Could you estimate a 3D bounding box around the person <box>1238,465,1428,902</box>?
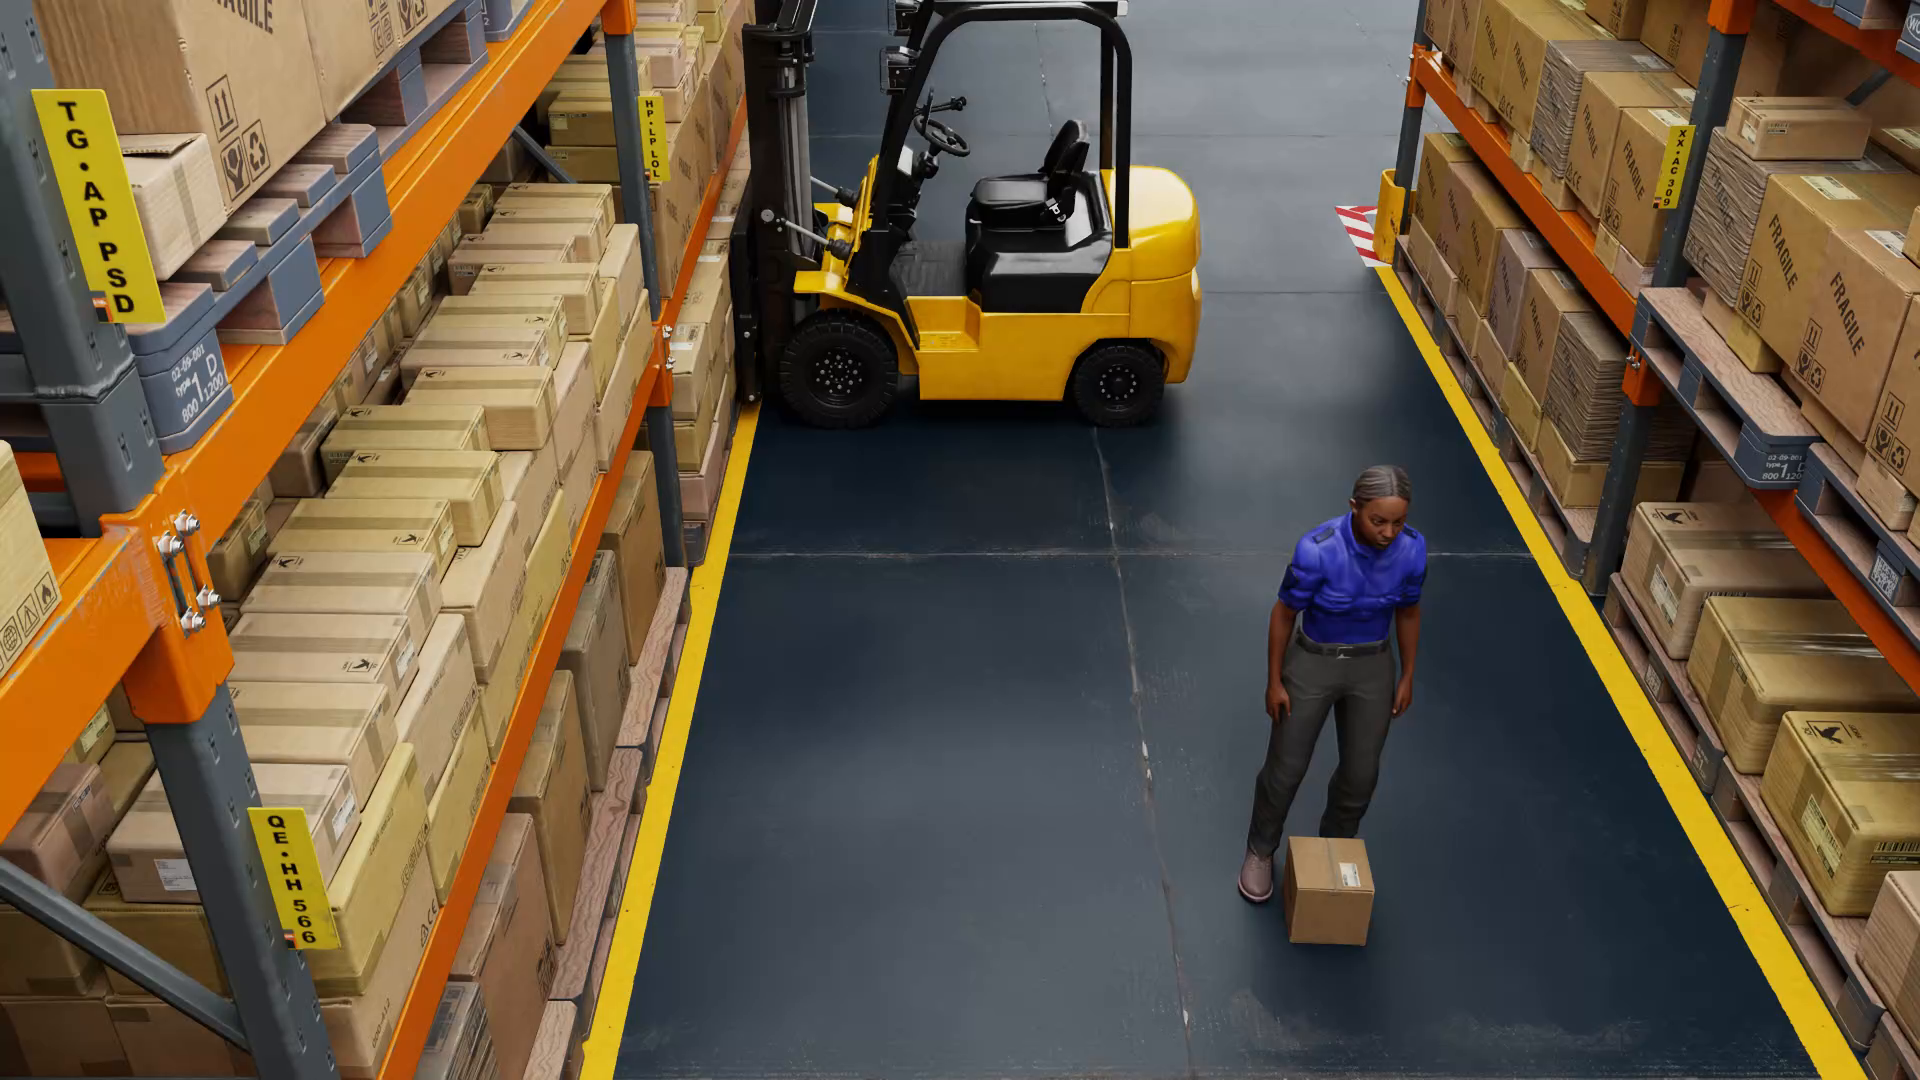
[{"bbox_3d":[1.222,0.454,5.407,0.528,1.653,0.351,-2,32,-3],"label":"person"}]
